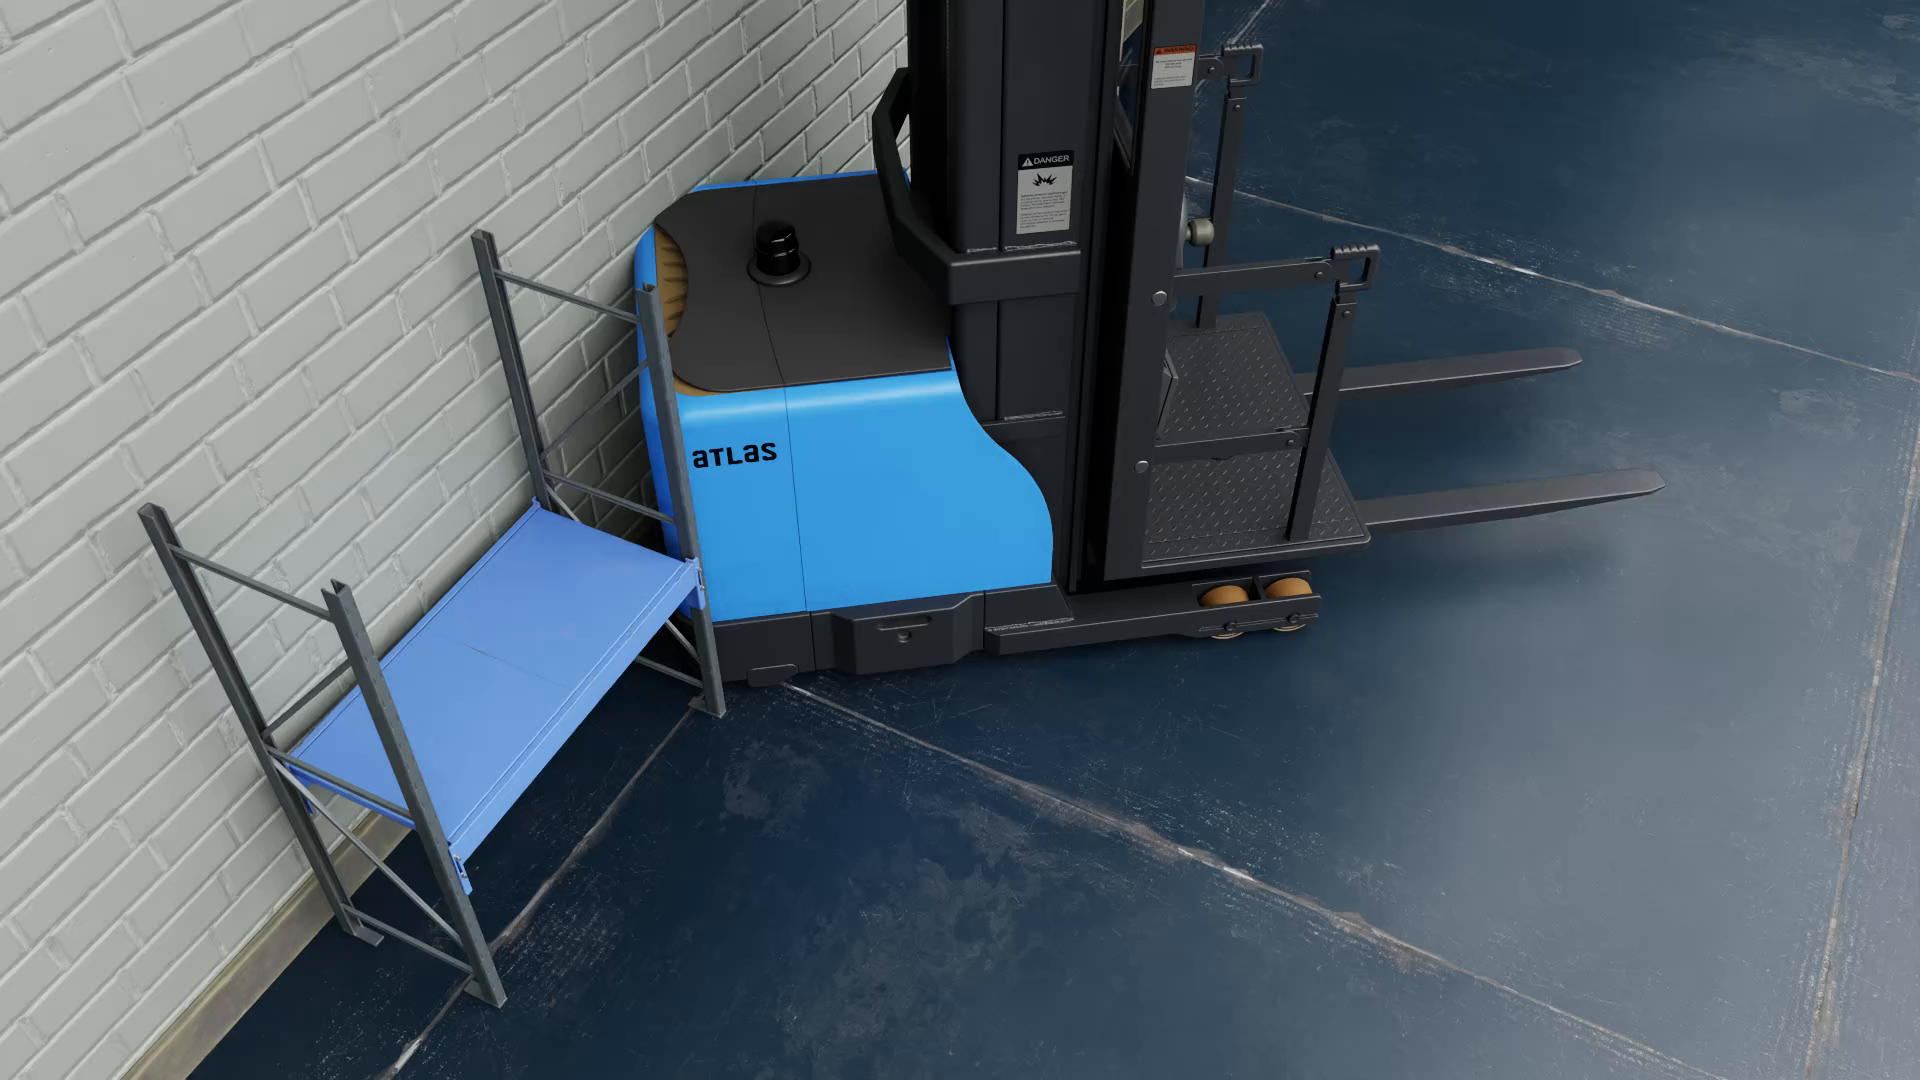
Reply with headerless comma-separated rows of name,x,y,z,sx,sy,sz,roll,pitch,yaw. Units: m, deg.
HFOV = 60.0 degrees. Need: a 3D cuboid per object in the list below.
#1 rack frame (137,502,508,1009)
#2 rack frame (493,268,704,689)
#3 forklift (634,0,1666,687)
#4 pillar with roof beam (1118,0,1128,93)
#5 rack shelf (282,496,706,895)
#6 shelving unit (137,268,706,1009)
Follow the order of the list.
rack frame,-1.353,0.542,3.660,0.500,1.500,0.032,19,48,18
rack frame,-0.901,-0.106,4.300,0.475,1.308,0.013,19,48,18
forklift,0.621,-1.102,4.279,3.031,2.935,1.130,-7,46,-6
pillar with roof beam,4.248,-3.379,2.263,9.100,9.000,0.400,20,49,19
rack shelf,-1.126,0.345,4.108,0.538,0.185,1.000,19,48,18
shelving unit,-1.128,0.221,3.977,0.538,1.500,1.039,19,48,18
